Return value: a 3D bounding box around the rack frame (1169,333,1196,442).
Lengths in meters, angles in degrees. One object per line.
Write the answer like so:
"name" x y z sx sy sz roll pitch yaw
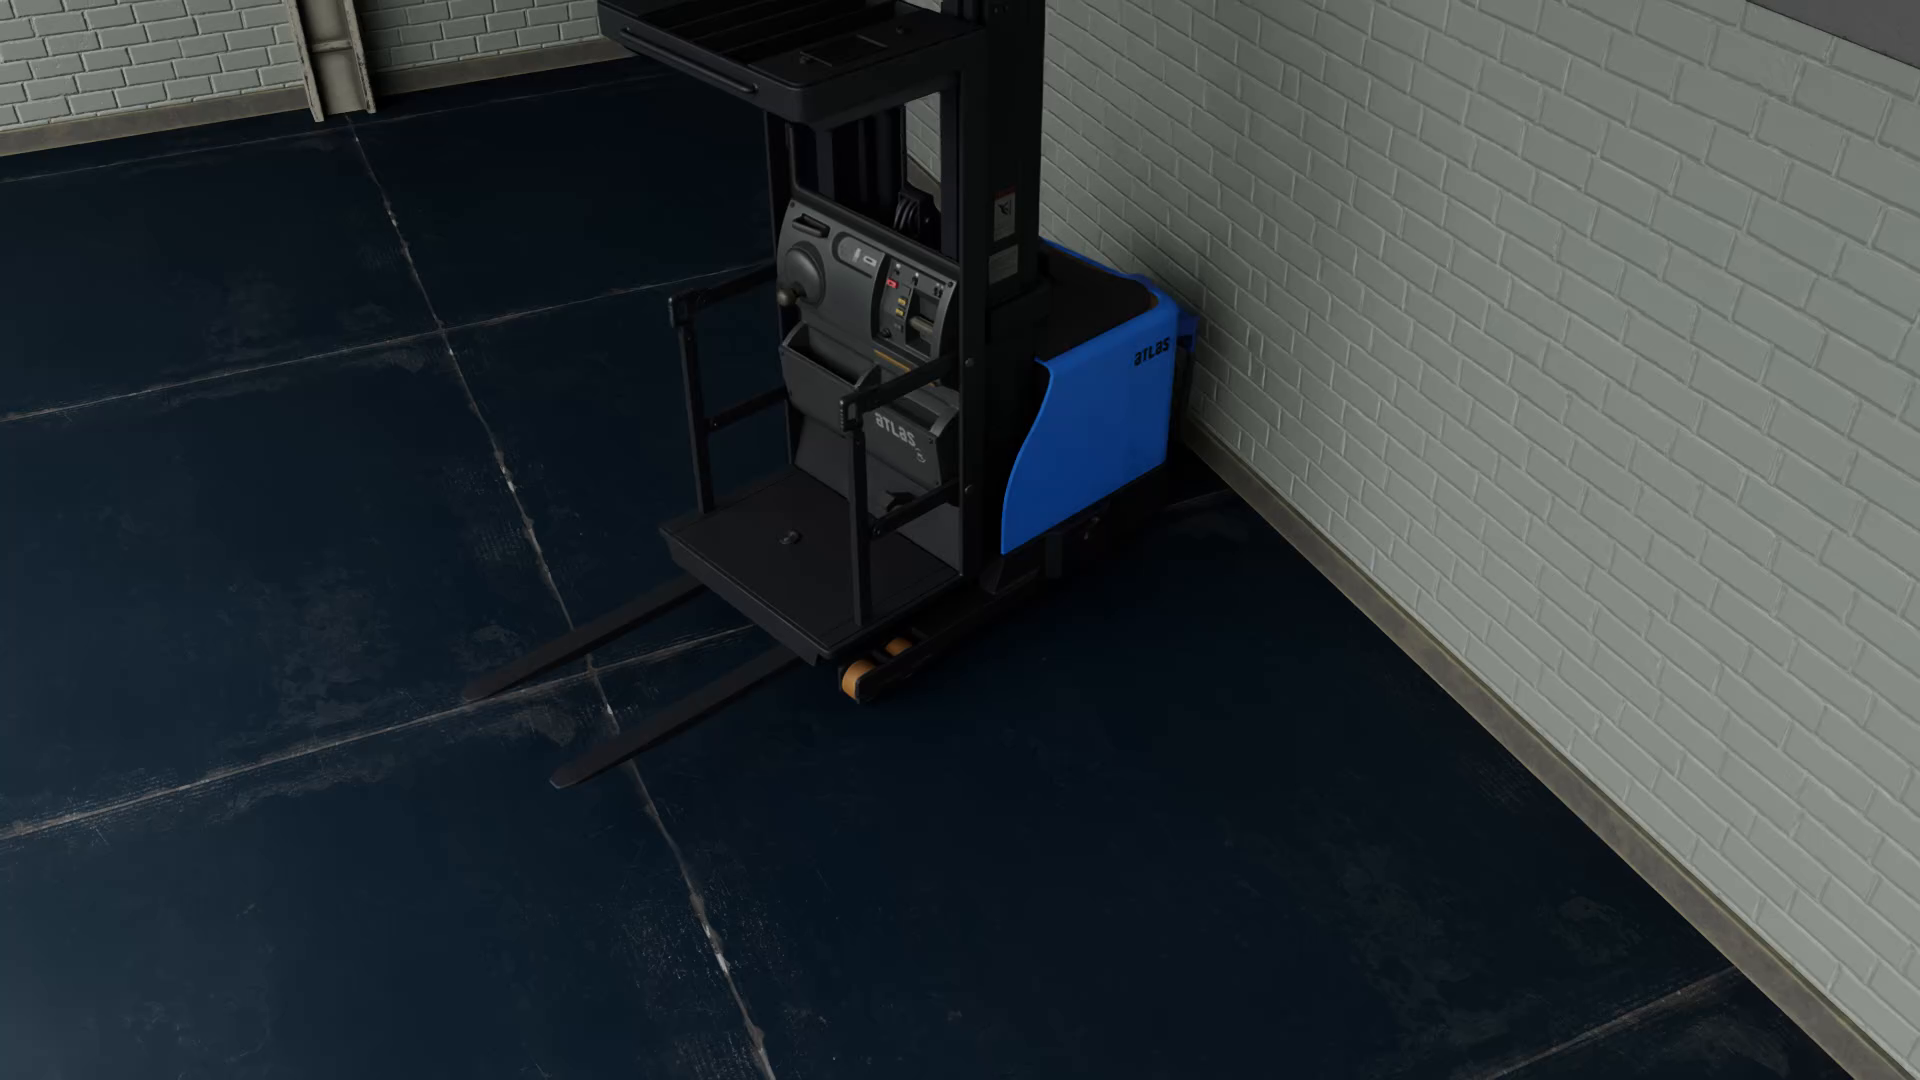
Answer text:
"rack frame" 1.001 -1.222 7.661 0.032 1.500 0.500 -10 36 -22

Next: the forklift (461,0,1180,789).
"forklift" -0.506 -0.903 6.007 3.031 2.935 1.130 -29 45 -33

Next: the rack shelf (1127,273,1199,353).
"rack shelf" 0.521 -0.994 7.567 1.000 0.185 0.538 -10 36 -22

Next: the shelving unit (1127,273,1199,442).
"shelving unit" 0.537 -1.144 7.469 1.048 1.500 0.538 -10 36 -22

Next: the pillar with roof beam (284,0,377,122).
"pillar with roof beam" -2.305 -4.182 5.335 0.400 9.000 9.100 -16 39 -20
